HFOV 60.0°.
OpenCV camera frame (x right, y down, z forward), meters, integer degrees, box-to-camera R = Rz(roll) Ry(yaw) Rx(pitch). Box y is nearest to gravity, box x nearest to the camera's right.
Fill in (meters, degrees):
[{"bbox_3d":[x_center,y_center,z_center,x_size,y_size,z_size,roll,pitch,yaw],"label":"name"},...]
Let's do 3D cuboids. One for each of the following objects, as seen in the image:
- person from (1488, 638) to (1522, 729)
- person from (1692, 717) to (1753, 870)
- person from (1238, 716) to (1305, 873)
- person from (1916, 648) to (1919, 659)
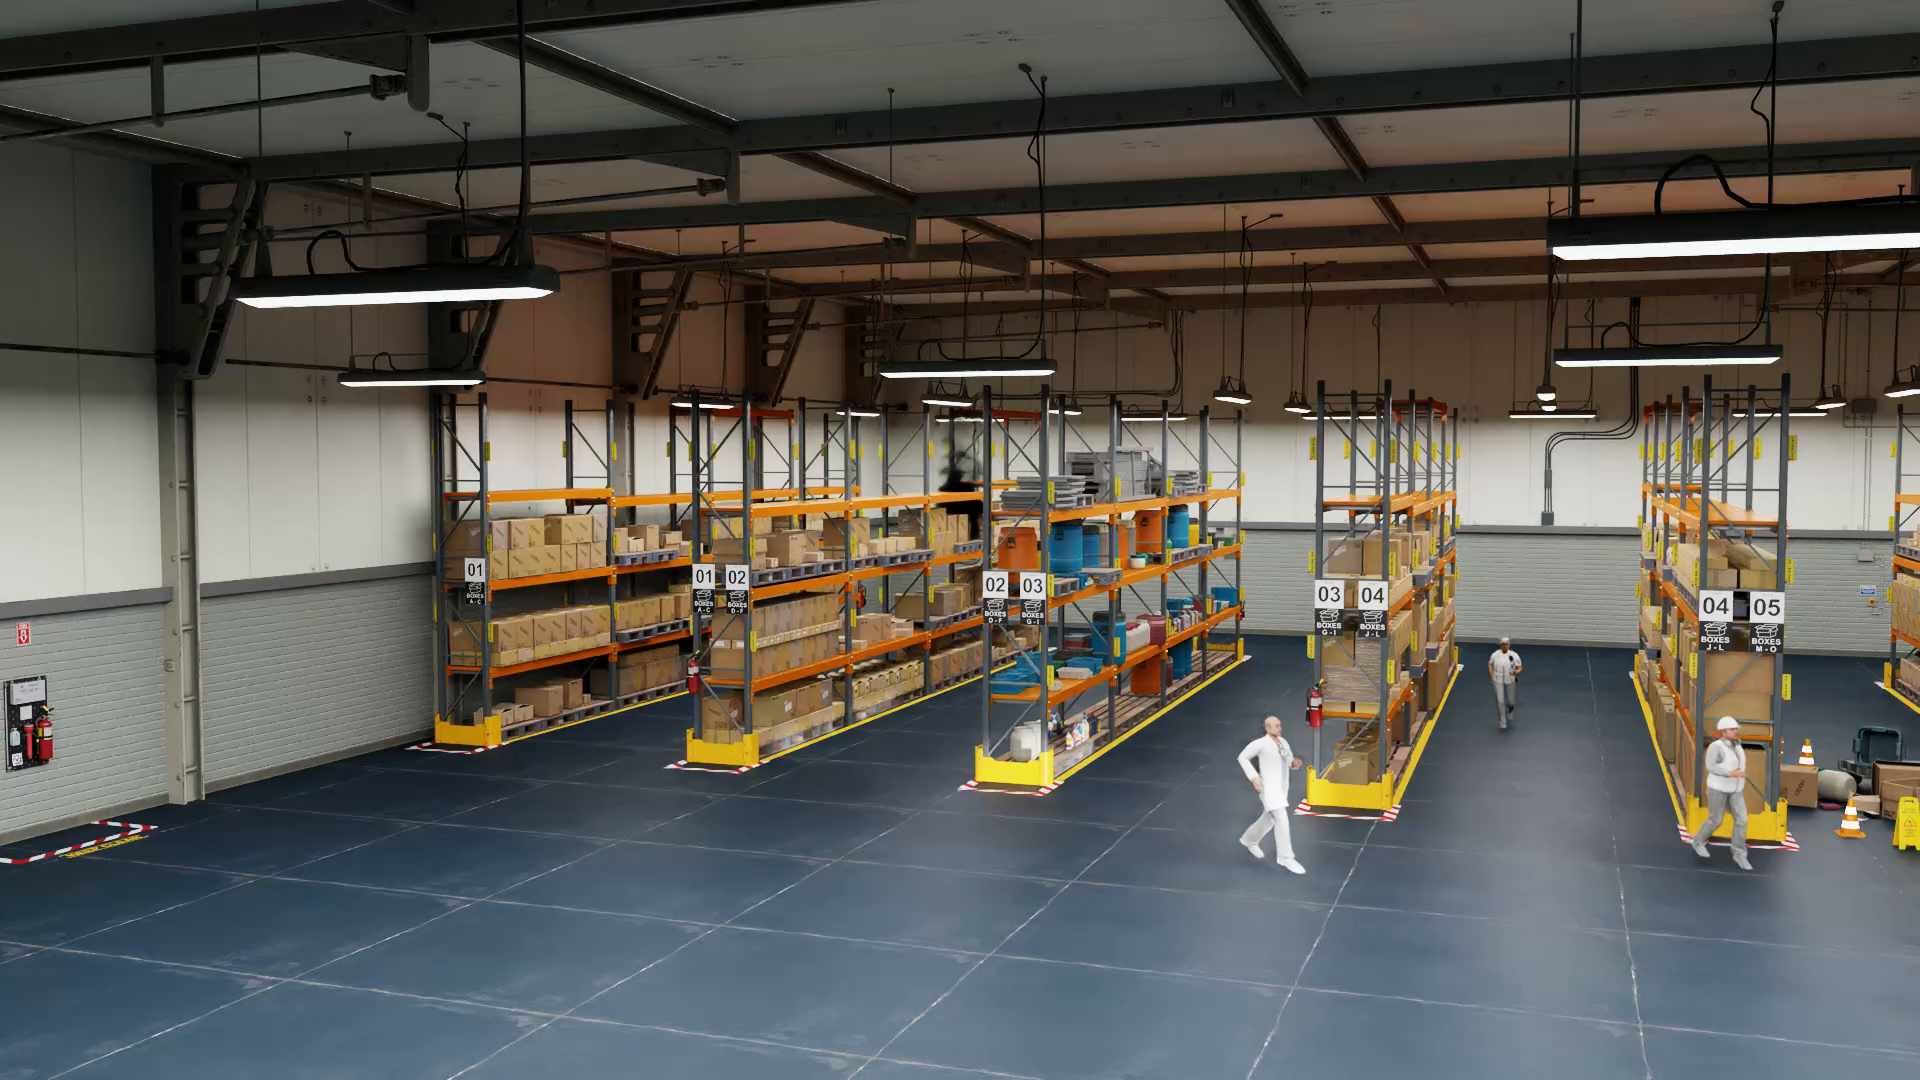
[{"bbox_3d":[9.883,2.579,30.173,0.609,1.630,0.693,1,3,21],"label":"person"},{"bbox_3d":[9.263,3.051,20.161,0.667,1.847,0.775,-1,3,-22],"label":"person"},{"bbox_3d":[3.761,3.022,20.016,1.006,1.802,0.684,3,4,44],"label":"person"},{"bbox_3d":[21.056,2.219,36.270,0.782,1.755,0.574,-2,4,-32],"label":"person"}]
